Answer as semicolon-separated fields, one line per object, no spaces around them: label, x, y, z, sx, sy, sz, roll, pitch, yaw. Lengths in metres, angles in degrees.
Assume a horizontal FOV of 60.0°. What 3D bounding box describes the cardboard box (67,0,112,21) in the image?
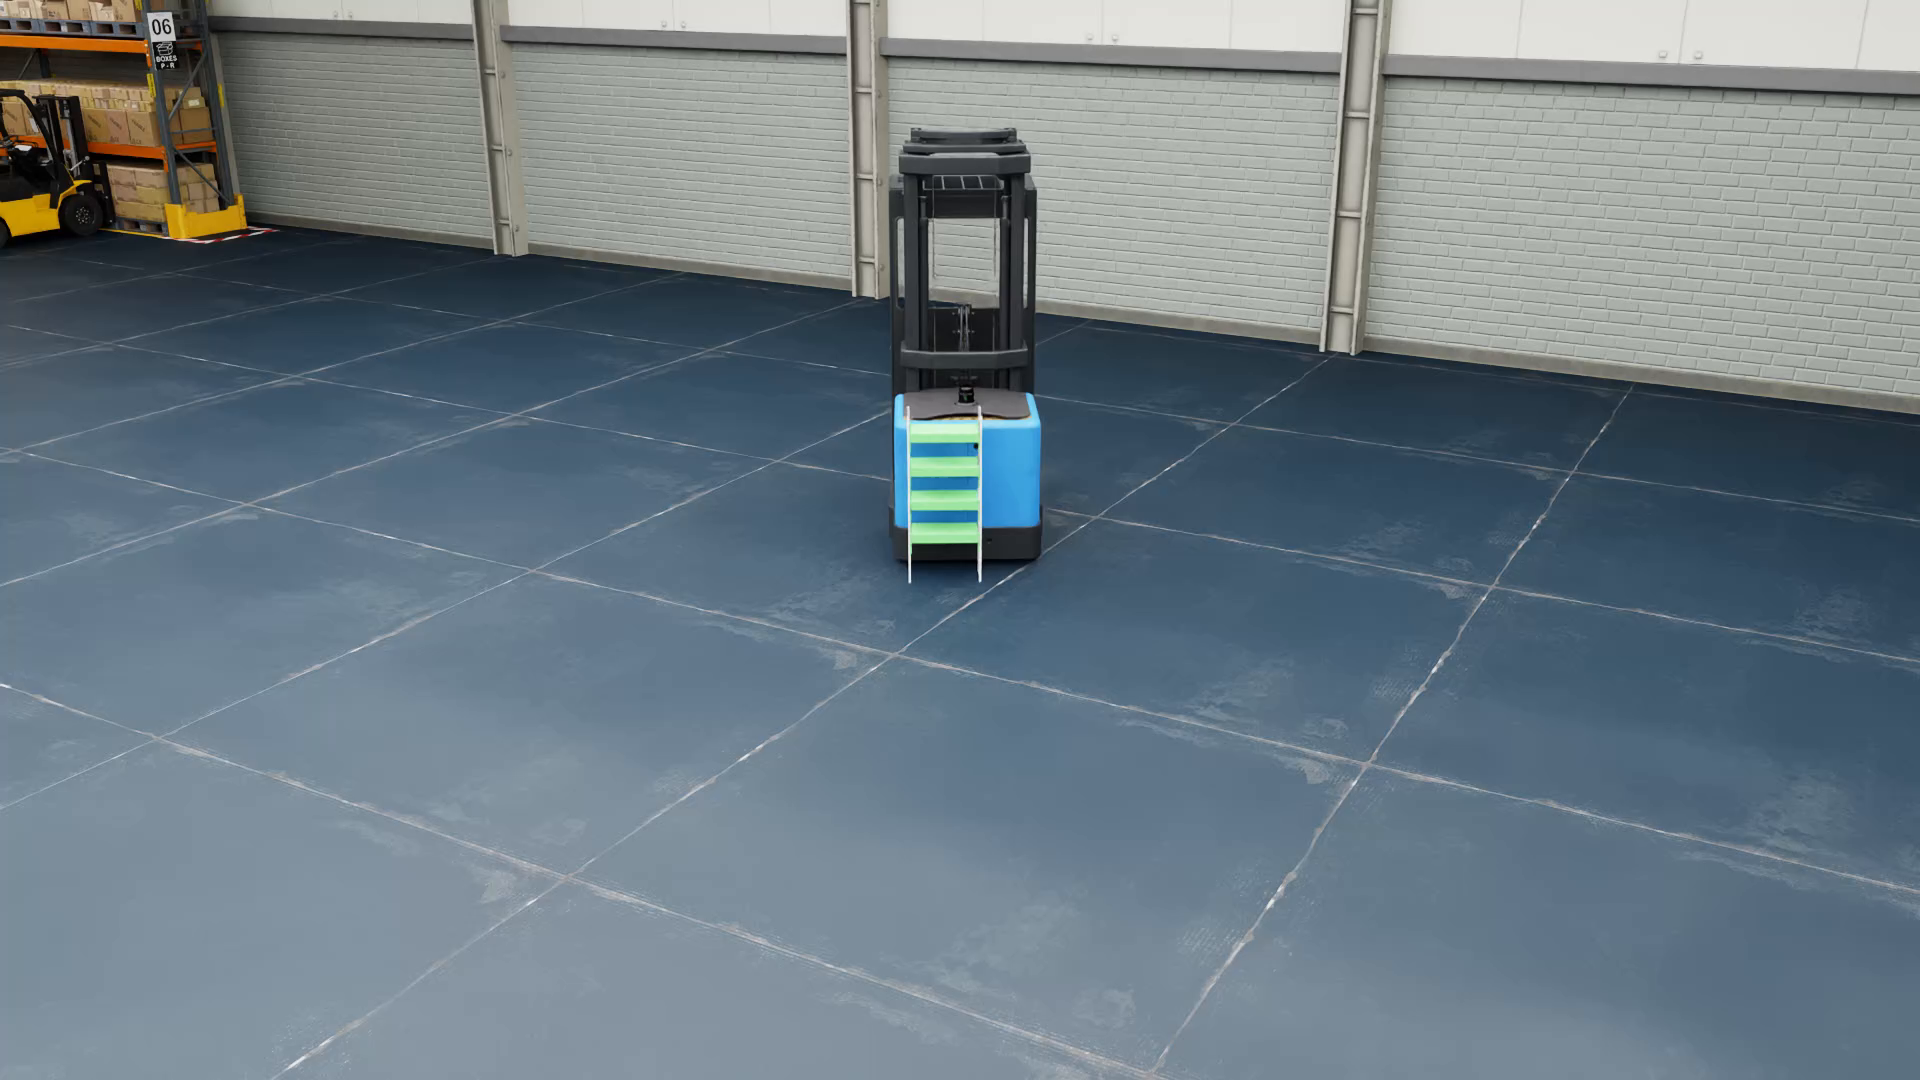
cardboard box;-12.760;-7.980;24.658;0.500;0.500;0.700;11;23;28

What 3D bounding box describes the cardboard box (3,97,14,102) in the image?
cardboard box;-14.752;-6.963;26.065;0.250;0.149;0.380;10;22;26

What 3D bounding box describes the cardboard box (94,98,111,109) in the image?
cardboard box;-12.750;-6.574;24.991;0.250;0.149;0.380;10;22;26

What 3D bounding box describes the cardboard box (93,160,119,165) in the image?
cardboard box;-13.296;-5.687;25.594;0.500;0.250;0.500;10;22;26

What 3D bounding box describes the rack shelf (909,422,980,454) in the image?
rack shelf;-0.107;-0.696;11.303;0.480;0.148;0.258;-1;20;-2

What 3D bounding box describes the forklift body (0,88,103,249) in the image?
forklift body;-13.955;-5.451;24.238;1.214;2.155;2.313;11;23;27

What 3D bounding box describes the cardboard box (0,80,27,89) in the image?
cardboard box;-14.768;-7.093;25.987;0.250;0.149;0.380;11;23;28

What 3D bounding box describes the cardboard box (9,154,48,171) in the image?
cardboard box;-14.632;-5.944;26.302;0.500;0.250;0.500;10;22;26

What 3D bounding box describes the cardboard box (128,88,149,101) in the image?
cardboard box;-12.056;-6.598;24.621;0.250;0.149;0.380;11;23;27

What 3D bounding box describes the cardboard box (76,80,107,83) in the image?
cardboard box;-13.574;-7.105;26.020;0.250;0.149;0.380;10;22;26

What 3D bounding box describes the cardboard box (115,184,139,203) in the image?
cardboard box;-12.420;-5.292;25.238;0.500;0.250;0.500;11;22;27

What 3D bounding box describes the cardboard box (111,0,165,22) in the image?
cardboard box;-11.915;-7.780;24.107;0.500;0.500;0.500;12;23;29

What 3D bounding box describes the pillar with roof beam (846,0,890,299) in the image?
pillar with roof beam;-3.201;-6.005;15.722;0.400;9.000;9.100;11;23;27

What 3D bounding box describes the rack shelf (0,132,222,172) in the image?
rack shelf;-13.156;-6.072;25.760;4.000;0.370;1.077;11;23;27

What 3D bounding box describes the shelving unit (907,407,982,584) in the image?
shelving unit;-0.107;-0.305;11.445;0.503;1.200;0.258;-1;20;-2

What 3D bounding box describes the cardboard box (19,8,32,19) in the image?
cardboard box;-13.987;-7.986;25.190;0.250;0.149;0.380;12;23;29

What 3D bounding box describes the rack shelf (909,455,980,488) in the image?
rack shelf;-0.107;-0.470;11.385;0.480;0.148;0.258;-1;20;-2

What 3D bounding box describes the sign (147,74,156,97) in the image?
sign;-11.686;-6.574;24.044;0.005;0.325;0.100;11;23;27

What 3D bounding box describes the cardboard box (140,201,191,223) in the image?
cardboard box;-11.974;-4.967;25.074;0.500;0.250;0.500;11;23;28

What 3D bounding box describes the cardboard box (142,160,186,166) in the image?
cardboard box;-12.175;-5.671;25.549;0.500;0.250;0.500;11;23;27

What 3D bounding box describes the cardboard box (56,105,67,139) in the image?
cardboard box;-13.736;-6.473;25.664;0.500;0.500;0.500;11;22;27

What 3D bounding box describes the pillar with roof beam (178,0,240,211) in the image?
pillar with roof beam;-13.677;-8.000;21.224;0.400;9.000;9.100;11;23;27

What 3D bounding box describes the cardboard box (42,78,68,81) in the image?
cardboard box;-14.277;-7.217;26.329;0.250;0.149;0.380;10;22;26

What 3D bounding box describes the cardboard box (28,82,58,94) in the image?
cardboard box;-14.094;-6.963;25.629;0.250;0.149;0.380;11;23;28

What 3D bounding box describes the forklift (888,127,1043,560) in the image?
forklift;0.013;-1.687;12.717;1.130;2.935;3.031;-1;20;-2

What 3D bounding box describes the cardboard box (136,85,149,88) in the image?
cardboard box;-12.257;-6.828;25.255;0.250;0.149;0.380;11;23;28

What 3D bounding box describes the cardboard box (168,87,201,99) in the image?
cardboard box;-11.599;-6.689;24.872;0.250;0.149;0.380;10;22;26

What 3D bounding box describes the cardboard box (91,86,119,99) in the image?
cardboard box;-12.760;-6.707;24.923;0.250;0.149;0.380;11;23;29

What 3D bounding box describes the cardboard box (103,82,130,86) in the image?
cardboard box;-12.935;-6.955;25.604;0.250;0.149;0.380;11;23;28

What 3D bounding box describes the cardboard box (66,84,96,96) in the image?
cardboard box;-13.379;-6.866;25.361;0.250;0.149;0.380;11;23;28

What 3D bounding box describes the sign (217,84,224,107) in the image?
sign;-11.134;-6.686;25.013;0.005;0.325;0.100;11;23;27

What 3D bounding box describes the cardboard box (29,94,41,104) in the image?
cardboard box;-14.105;-6.823;25.677;0.250;0.149;0.380;11;23;28

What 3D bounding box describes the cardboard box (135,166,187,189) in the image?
cardboard box;-11.964;-5.436;24.903;0.500;0.250;0.500;12;23;29

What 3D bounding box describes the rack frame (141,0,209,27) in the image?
rack frame;-11.410;-8.898;23.698;0.127;3.000;1.000;11;23;27

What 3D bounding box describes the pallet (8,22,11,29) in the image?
pallet;-15.678;-8.206;26.470;1.217;0.209;0.805;10;22;25

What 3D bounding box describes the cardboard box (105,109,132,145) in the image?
cardboard box;-12.416;-6.217;24.959;0.500;0.500;0.500;12;23;29

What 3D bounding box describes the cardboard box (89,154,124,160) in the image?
cardboard box;-13.493;-5.925;26.252;0.500;0.250;0.500;11;23;28

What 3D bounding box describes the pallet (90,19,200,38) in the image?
pallet;-12.014;-7.571;24.570;1.213;0.211;1.003;11;23;27

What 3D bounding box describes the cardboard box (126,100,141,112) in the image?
cardboard box;-12.087;-6.437;24.615;0.250;0.149;0.380;11;23;28
